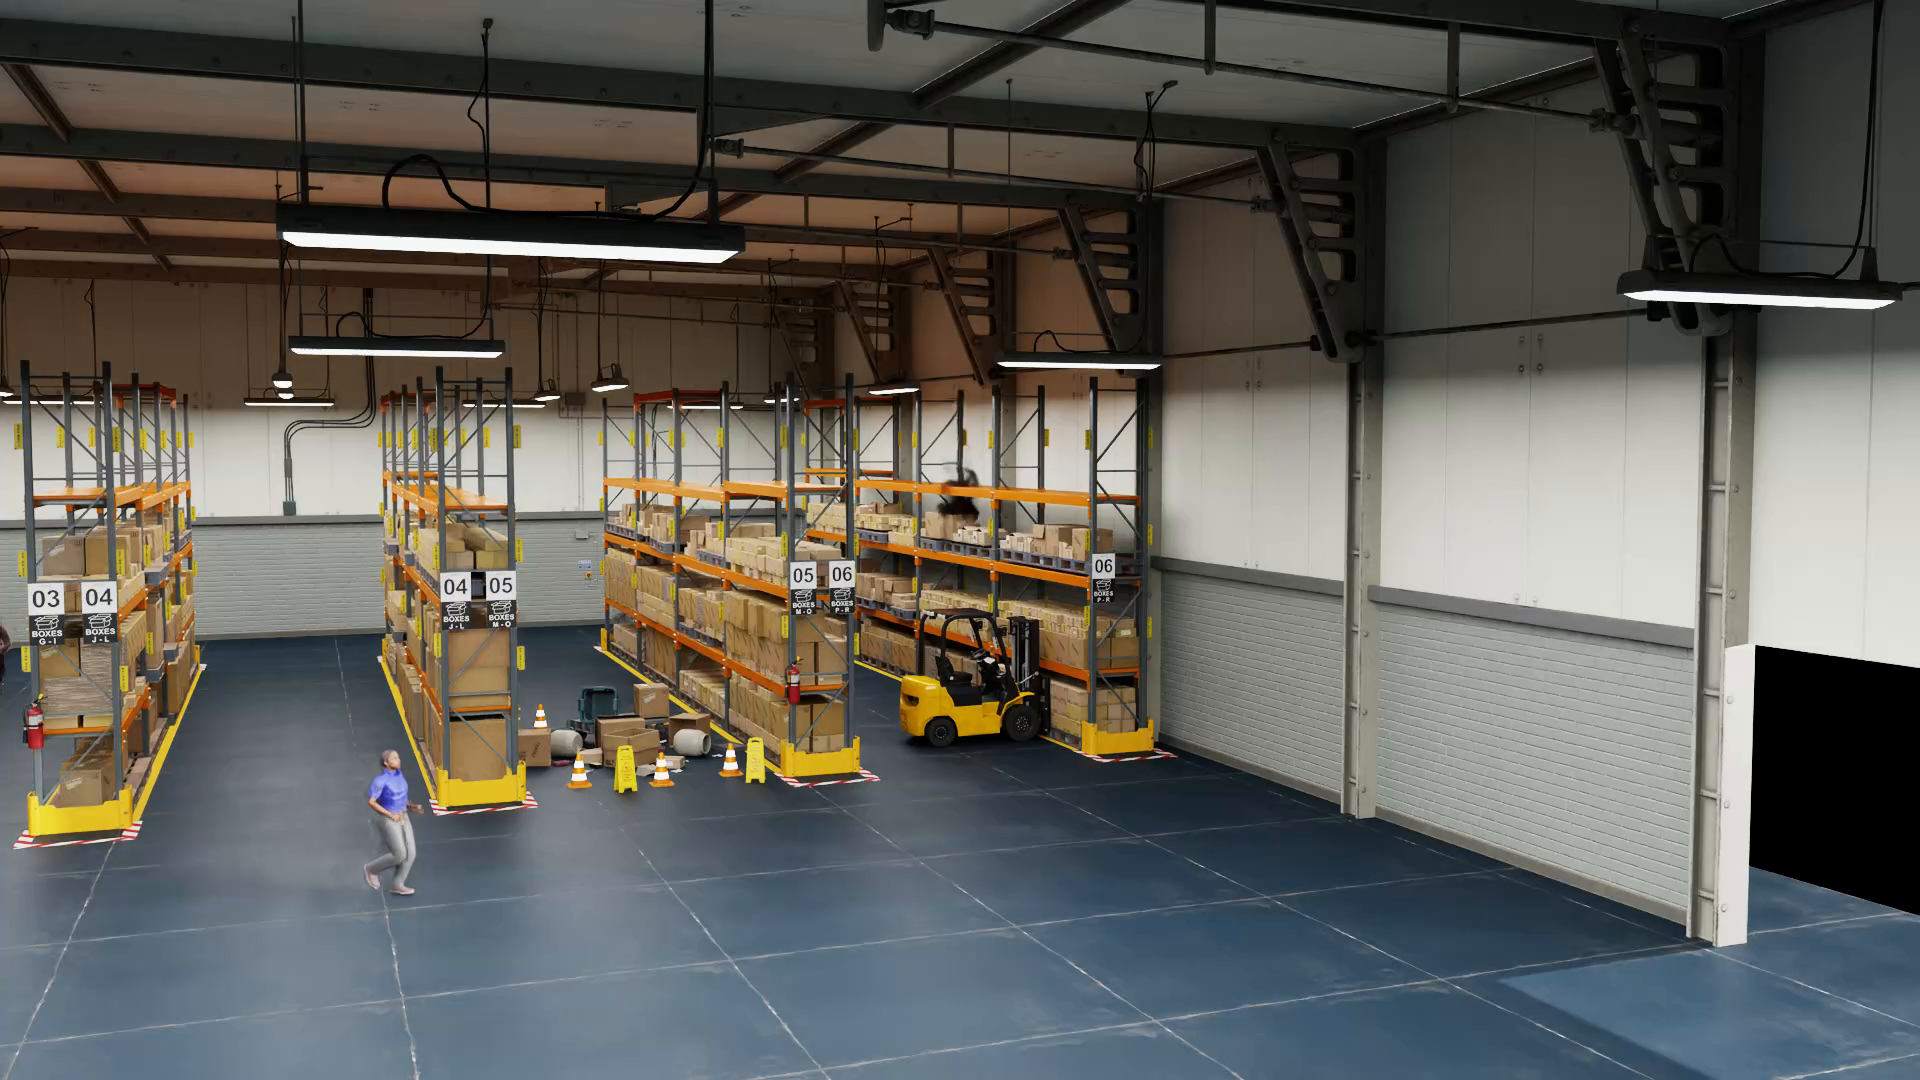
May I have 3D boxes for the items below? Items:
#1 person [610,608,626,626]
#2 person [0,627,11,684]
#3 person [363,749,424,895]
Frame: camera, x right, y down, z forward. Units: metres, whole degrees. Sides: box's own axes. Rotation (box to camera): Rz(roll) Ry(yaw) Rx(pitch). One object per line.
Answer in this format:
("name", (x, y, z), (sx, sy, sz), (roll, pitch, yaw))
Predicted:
("person", (-8.368, 1.702, 41.026), (0.612, 1.643, 0.594), (0, 3, 0))
("person", (-18.140, 2.268, 31.114), (0.677, 1.781, 1.196), (-2, 4, -31))
("person", (-6.246, 3.096, 18.299), (0.584, 1.600, 0.573), (1, 4, 15))
